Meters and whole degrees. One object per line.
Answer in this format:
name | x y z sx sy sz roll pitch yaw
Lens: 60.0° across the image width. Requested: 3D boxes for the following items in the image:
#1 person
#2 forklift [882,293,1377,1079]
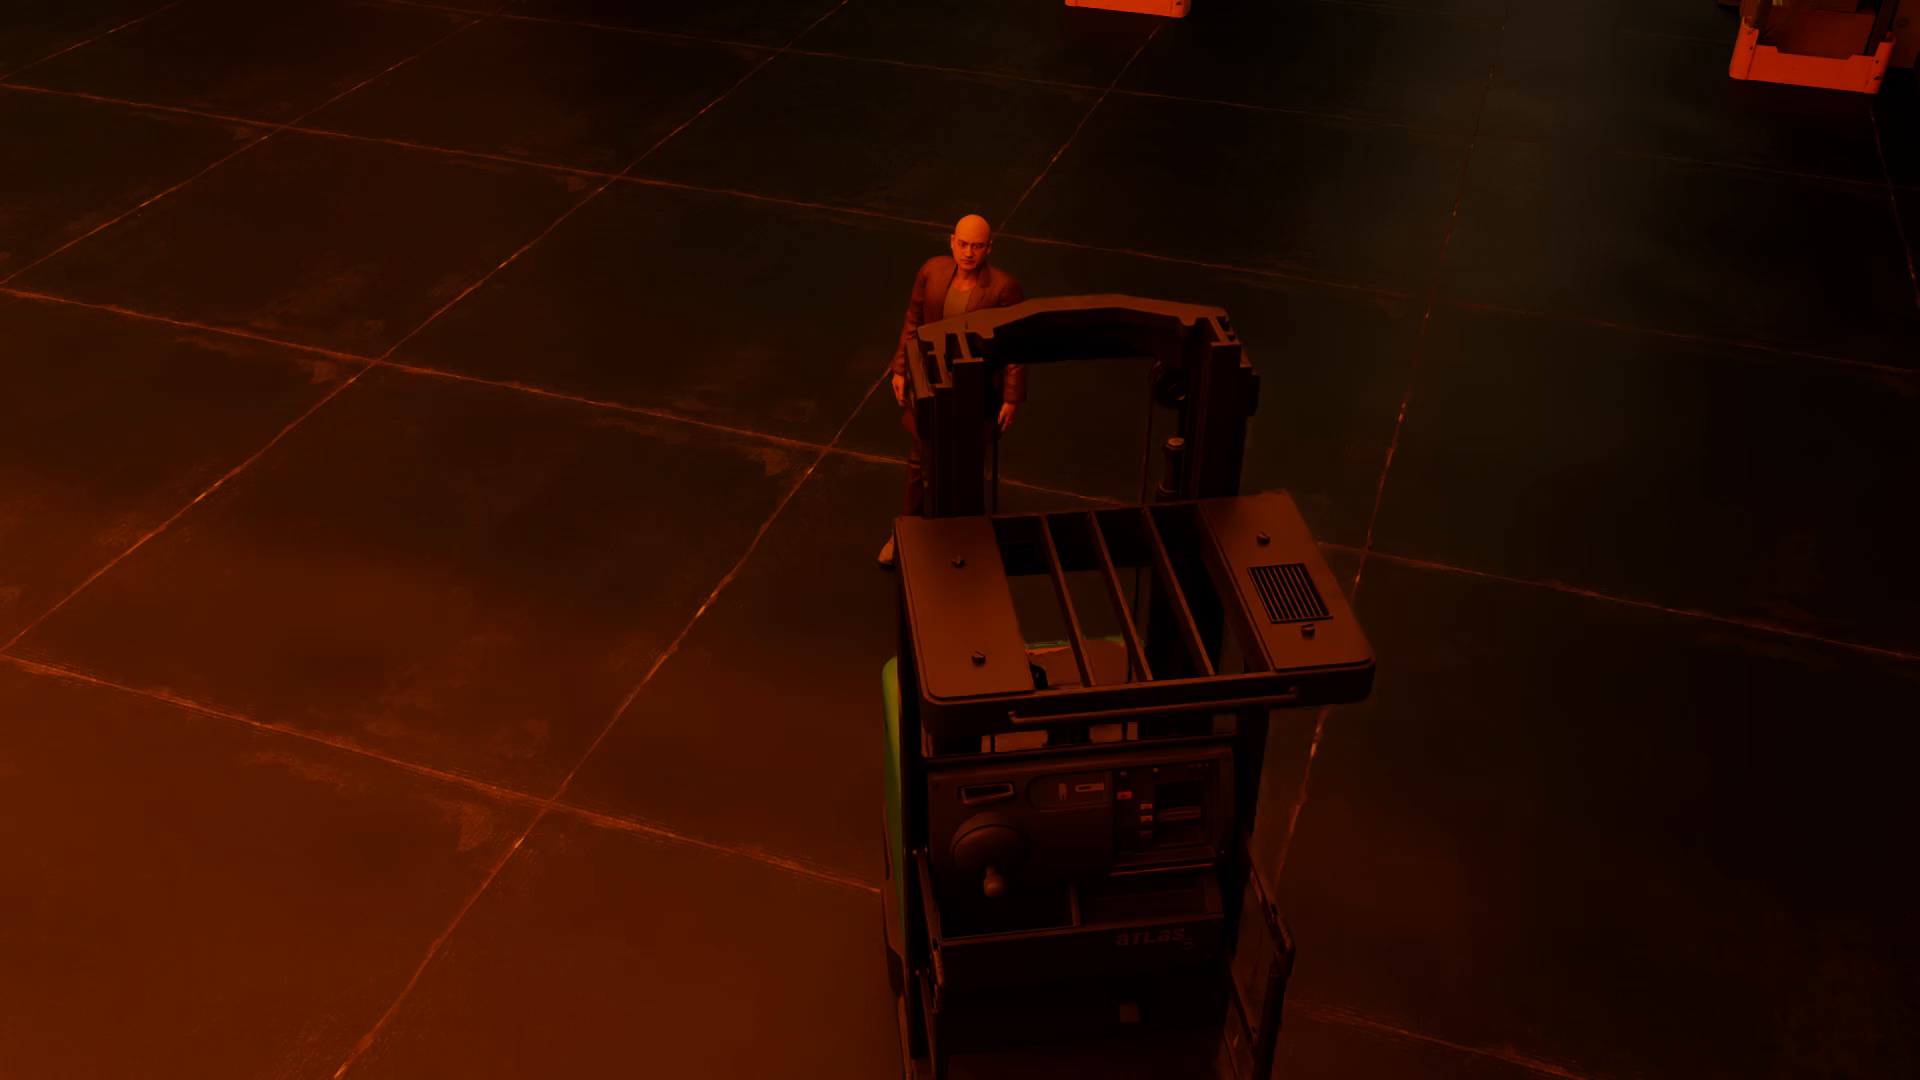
person | -0.034 -0.681 8.057 0.696 1.777 0.579 12 37 16
forklift | 0.399 0.911 4.826 1.130 2.935 3.031 -4 36 -6
